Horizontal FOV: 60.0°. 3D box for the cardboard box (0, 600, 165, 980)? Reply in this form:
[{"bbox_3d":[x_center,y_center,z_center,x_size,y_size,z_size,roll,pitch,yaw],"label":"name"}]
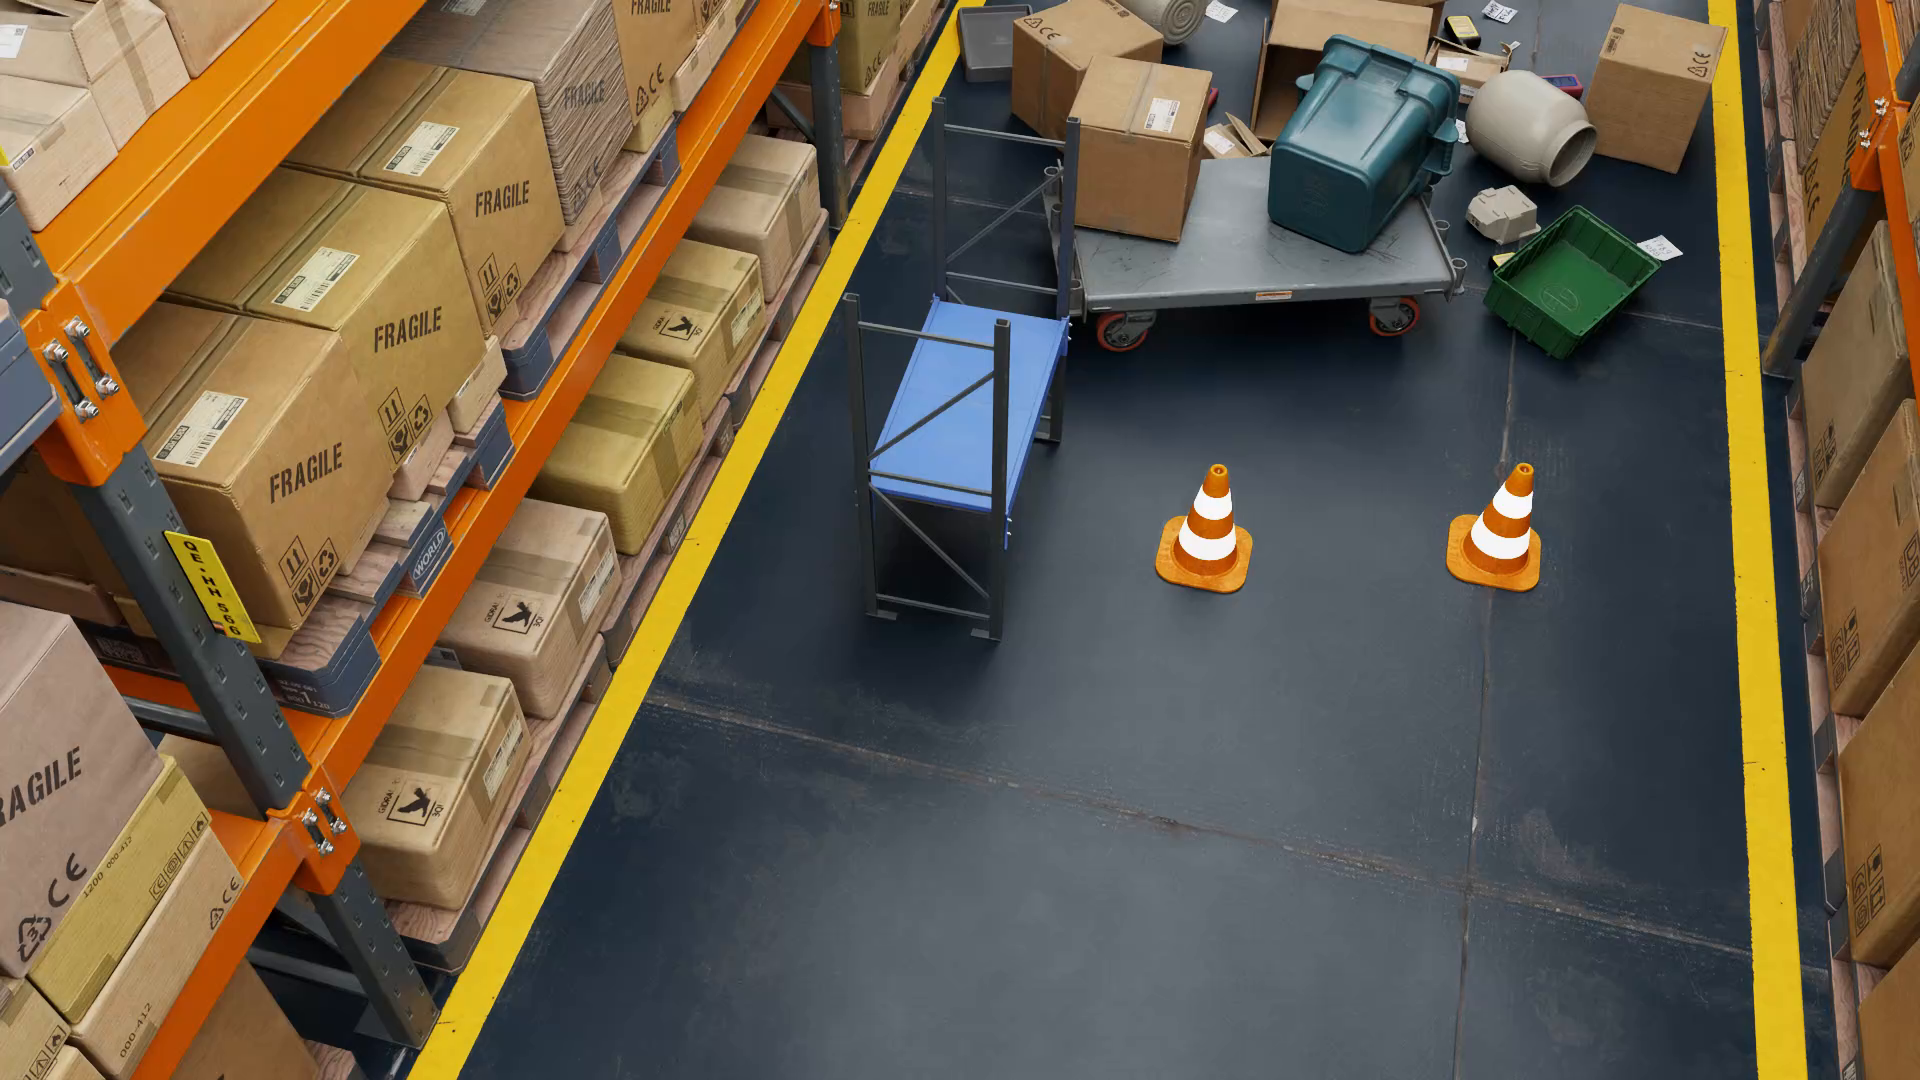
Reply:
[{"bbox_3d":[-1.940,0.438,3.129,0.500,0.500,0.500,10,49,9],"label":"cardboard box"}]

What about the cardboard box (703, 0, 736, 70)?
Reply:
[{"bbox_3d":[-0.992,-1.765,5.695,0.380,0.149,0.250,11,49,9],"label":"cardboard box"}]

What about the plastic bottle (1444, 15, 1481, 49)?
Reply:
[{"bbox_3d":[2.573,-2.575,8.482,0.133,0.061,0.283,-4,49,-3],"label":"plastic bottle"}]

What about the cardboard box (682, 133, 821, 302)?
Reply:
[{"bbox_3d":[-1.139,-1.407,6.963,0.950,0.372,0.625,12,50,11],"label":"cardboard box"}]

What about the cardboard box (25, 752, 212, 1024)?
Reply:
[{"bbox_3d":[-1.938,0.661,3.433,0.500,0.250,0.500,11,50,10],"label":"cardboard box"}]

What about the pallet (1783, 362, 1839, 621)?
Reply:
[{"bbox_3d":[3.669,-0.118,6.213,1.003,0.211,1.213,12,50,10],"label":"pallet"}]

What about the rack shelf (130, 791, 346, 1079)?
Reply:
[{"bbox_3d":[-2.582,2.061,2.910,1.077,0.370,4.000,12,50,10],"label":"rack shelf"}]

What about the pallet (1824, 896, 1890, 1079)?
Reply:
[{"bbox_3d":[3.026,1.647,4.655,1.003,0.211,1.213,12,50,10],"label":"pallet"}]

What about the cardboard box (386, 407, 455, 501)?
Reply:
[{"bbox_3d":[-1.568,-0.265,4.370,0.380,0.149,0.250,9,49,8],"label":"cardboard box"}]

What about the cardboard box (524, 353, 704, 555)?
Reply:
[{"bbox_3d":[-1.506,-0.383,6.060,0.950,0.372,0.625,13,50,11],"label":"cardboard box"}]

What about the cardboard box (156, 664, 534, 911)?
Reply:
[{"bbox_3d":[-1.898,0.700,5.104,0.950,0.372,0.625,9,49,7],"label":"cardboard box"}]

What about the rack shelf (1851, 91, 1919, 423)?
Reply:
[{"bbox_3d":[3.273,0.071,4.666,1.077,0.370,4.000,12,50,10],"label":"rack shelf"}]

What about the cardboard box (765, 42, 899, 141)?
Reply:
[{"bbox_3d":[-0.587,-2.120,7.674,0.500,0.250,0.500,10,49,8],"label":"cardboard box"}]

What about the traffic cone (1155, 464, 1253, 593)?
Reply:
[{"bbox_3d":[0.910,-0.097,6.027,0.336,0.463,0.334,12,50,10],"label":"traffic cone"}]

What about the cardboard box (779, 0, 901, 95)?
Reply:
[{"bbox_3d":[-0.587,-2.368,7.393,0.500,0.500,0.500,14,50,12],"label":"cardboard box"}]

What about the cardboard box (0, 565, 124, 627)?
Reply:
[{"bbox_3d":[-2.197,0.037,4.104,0.380,0.149,0.250,13,50,11],"label":"cardboard box"}]

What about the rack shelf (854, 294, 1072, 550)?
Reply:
[{"bbox_3d":[0.029,-0.439,5.868,0.538,0.185,1.000,11,50,9],"label":"rack shelf"}]

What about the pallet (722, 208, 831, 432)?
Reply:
[{"bbox_3d":[-1.207,-1.031,7.019,1.003,0.211,1.213,12,50,10],"label":"pallet"}]

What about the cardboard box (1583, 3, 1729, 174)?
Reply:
[{"bbox_3d":[3.218,-2.112,7.779,0.500,0.500,0.500,19,51,16],"label":"cardboard box"}]

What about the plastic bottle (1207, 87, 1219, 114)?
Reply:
[{"bbox_3d":[1.146,-2.108,8.070,0.133,0.061,0.283,19,51,16],"label":"plastic bottle"}]

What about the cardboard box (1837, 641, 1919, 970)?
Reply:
[{"bbox_3d":[3.220,0.830,4.738,1.050,0.750,0.750,12,50,11],"label":"cardboard box"}]

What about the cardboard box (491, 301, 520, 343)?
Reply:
[{"bbox_3d":[-1.487,-0.649,4.710,0.380,0.149,0.250,14,50,12],"label":"cardboard box"}]

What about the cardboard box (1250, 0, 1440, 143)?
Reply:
[{"bbox_3d":[1.792,-2.181,7.749,0.797,0.637,0.503,12,50,10],"label":"cardboard box"}]

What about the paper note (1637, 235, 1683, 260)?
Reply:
[{"bbox_3d":[3.102,-1.296,7.373,0.147,0.020,0.142,-19,51,-16],"label":"paper note"}]

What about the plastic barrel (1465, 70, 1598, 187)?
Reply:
[{"bbox_3d":[2.618,-1.884,7.631,0.421,0.421,0.512,-27,54,-22],"label":"plastic barrel"}]

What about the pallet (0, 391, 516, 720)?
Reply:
[{"bbox_3d":[-1.971,-0.097,4.463,1.213,0.211,1.003,12,50,10],"label":"pallet"}]

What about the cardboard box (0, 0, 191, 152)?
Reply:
[{"bbox_3d":[-1.742,-0.951,3.178,0.396,0.266,0.258,12,50,10],"label":"cardboard box"}]

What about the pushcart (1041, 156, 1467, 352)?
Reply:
[{"bbox_3d":[1.210,-1.236,7.089,1.648,0.377,0.936,-4,49,-3],"label":"pushcart"}]

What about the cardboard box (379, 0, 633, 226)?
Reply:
[{"bbox_3d":[-1.311,-1.298,4.850,0.500,0.500,0.500,10,49,9],"label":"cardboard box"}]

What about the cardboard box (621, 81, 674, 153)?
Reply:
[{"bbox_3d":[-1.155,-1.411,5.382,0.380,0.149,0.250,12,50,10],"label":"cardboard box"}]

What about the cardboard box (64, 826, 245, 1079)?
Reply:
[{"bbox_3d":[-1.939,0.843,3.606,0.500,0.250,0.500,10,49,9],"label":"cardboard box"}]

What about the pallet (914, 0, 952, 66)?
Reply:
[{"bbox_3d":[-0.541,-2.972,8.733,1.003,0.211,1.213,12,50,10],"label":"pallet"}]

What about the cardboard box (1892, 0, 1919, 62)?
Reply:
[{"bbox_3d":[3.885,-1.932,5.855,0.875,0.550,0.550,12,50,10],"label":"cardboard box"}]

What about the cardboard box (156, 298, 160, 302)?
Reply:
[{"bbox_3d":[-2.079,-0.654,4.281,0.500,0.500,0.500,11,49,9],"label":"cardboard box"}]

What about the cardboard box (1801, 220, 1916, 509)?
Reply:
[{"bbox_3d":[3.722,-0.541,5.947,1.050,0.750,0.750,11,50,10],"label":"cardboard box"}]

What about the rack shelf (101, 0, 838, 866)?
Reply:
[{"bbox_3d":[-1.529,-0.832,5.464,1.077,0.370,4.000,12,50,10],"label":"rack shelf"}]

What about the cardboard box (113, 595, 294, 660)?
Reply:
[{"bbox_3d":[-1.791,0.122,4.029,0.380,0.149,0.250,9,49,8],"label":"cardboard box"}]

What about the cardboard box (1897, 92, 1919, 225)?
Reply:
[{"bbox_3d":[3.401,-1.319,5.347,0.500,0.500,0.500,12,50,10],"label":"cardboard box"}]

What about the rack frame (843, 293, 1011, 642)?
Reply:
[{"bbox_3d":[-0.096,-0.182,5.410,0.500,1.500,0.032,11,50,9],"label":"rack frame"}]

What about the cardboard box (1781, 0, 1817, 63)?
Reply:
[{"bbox_3d":[4.507,-2.802,7.860,0.875,0.875,0.875,11,49,9],"label":"cardboard box"}]

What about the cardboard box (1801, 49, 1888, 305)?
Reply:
[{"bbox_3d":[4.032,-1.490,6.702,0.875,0.875,0.875,12,50,11],"label":"cardboard box"}]

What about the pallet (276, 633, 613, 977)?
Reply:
[{"bbox_3d":[-1.849,0.734,5.461,1.003,0.211,1.213,12,50,10],"label":"pallet"}]

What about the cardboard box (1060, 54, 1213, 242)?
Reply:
[{"bbox_3d":[0.722,-1.611,6.833,0.500,0.500,0.500,12,50,10],"label":"cardboard box"}]

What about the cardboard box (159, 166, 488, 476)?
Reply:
[{"bbox_3d":[-1.584,-0.552,4.192,0.500,0.500,0.500,14,50,12],"label":"cardboard box"}]

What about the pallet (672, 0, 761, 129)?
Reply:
[{"bbox_3d":[-1.345,-1.930,6.080,1.003,0.211,1.213,12,50,10],"label":"pallet"}]

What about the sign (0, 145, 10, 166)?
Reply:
[{"bbox_3d":[-1.523,-0.698,2.467,0.100,0.325,0.005,12,50,10],"label":"sign"}]

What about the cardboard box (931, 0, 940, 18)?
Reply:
[{"bbox_3d":[-0.321,-2.892,8.356,0.500,0.250,0.500,11,49,10],"label":"cardboard box"}]

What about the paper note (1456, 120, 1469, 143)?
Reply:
[{"bbox_3d":[2.391,-1.972,7.975,0.172,0.023,0.155,28,54,22],"label":"paper note"}]

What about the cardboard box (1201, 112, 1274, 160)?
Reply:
[{"bbox_3d":[1.282,-1.778,7.642,0.258,0.266,0.396,-19,51,-16],"label":"cardboard box"}]

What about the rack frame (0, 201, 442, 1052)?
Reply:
[{"bbox_3d":[-2.056,0.376,3.917,1.000,3.000,0.127,12,50,10],"label":"rack frame"}]

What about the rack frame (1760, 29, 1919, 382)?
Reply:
[{"bbox_3d":[3.799,-1.613,5.673,1.000,3.000,0.127,12,50,10],"label":"rack frame"}]

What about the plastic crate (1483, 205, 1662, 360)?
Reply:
[{"bbox_3d":[2.581,-1.086,7.045,0.662,0.188,0.450,-37,68,-28],"label":"plastic crate"}]

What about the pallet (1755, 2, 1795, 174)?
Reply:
[{"bbox_3d":[4.394,-2.110,7.972,1.003,0.211,1.213,12,50,10],"label":"pallet"}]

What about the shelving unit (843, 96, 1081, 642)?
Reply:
[{"bbox_3d":[0.029,-0.556,5.731,0.538,1.500,1.048,11,50,9],"label":"shelving unit"}]

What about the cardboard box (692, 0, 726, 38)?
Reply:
[{"bbox_3d":[-1.033,-2.049,5.513,0.500,0.500,0.500,12,50,10],"label":"cardboard box"}]
